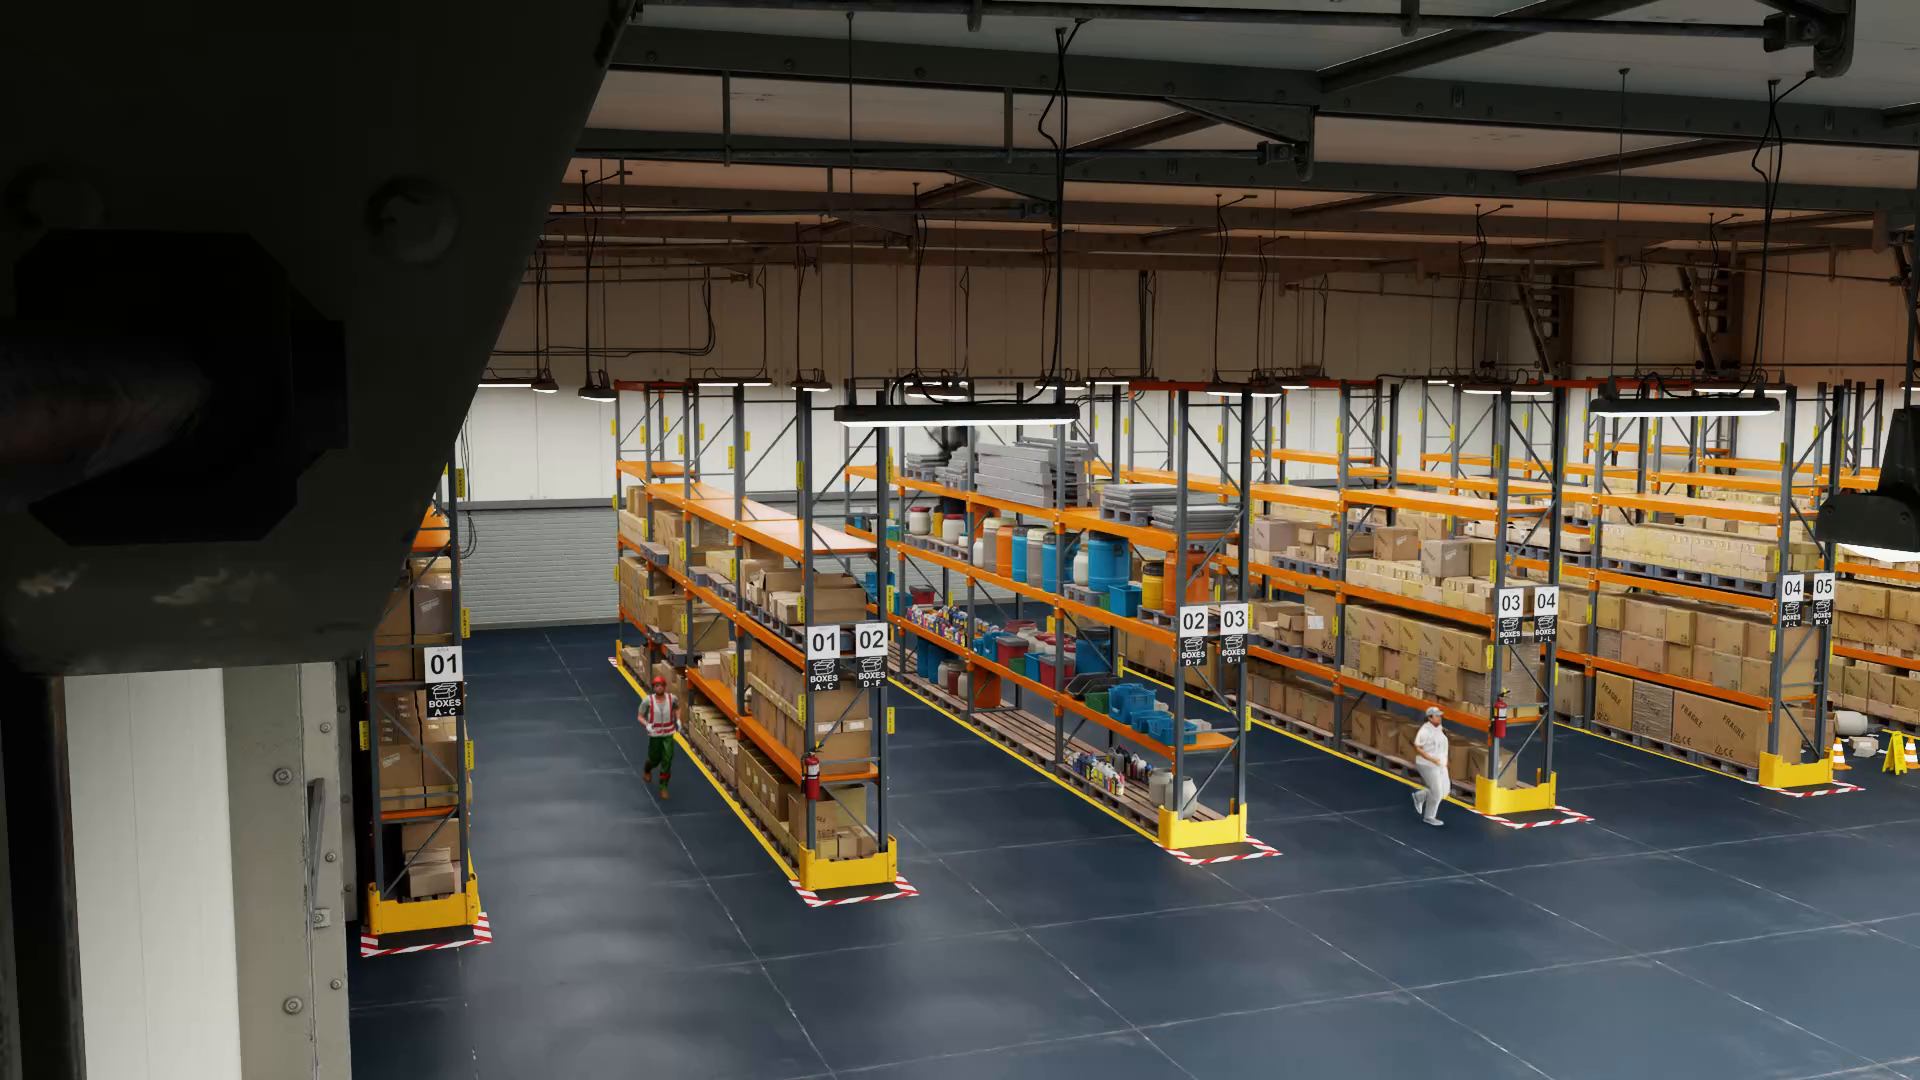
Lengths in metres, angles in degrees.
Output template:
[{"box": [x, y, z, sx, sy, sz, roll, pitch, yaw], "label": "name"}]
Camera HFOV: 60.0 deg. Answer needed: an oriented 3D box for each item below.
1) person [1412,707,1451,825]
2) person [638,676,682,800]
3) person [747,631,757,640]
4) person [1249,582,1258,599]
[{"box": [6.485, 3.097, 22.973, 0.630, 1.624, 0.580, -6, 8, -45], "label": "person"}, {"box": [-4.416, 2.873, 24.512, 0.664, 1.779, 0.868, -2, 6, -20], "label": "person"}, {"box": [-4.467, 1.875, 34.775, 0.557, 1.595, 0.600, -5, 8, -38], "label": "person"}, {"box": [7.236, 1.123, 41.570, 0.688, 1.712, 0.802, 2, 6, 16], "label": "person"}]
